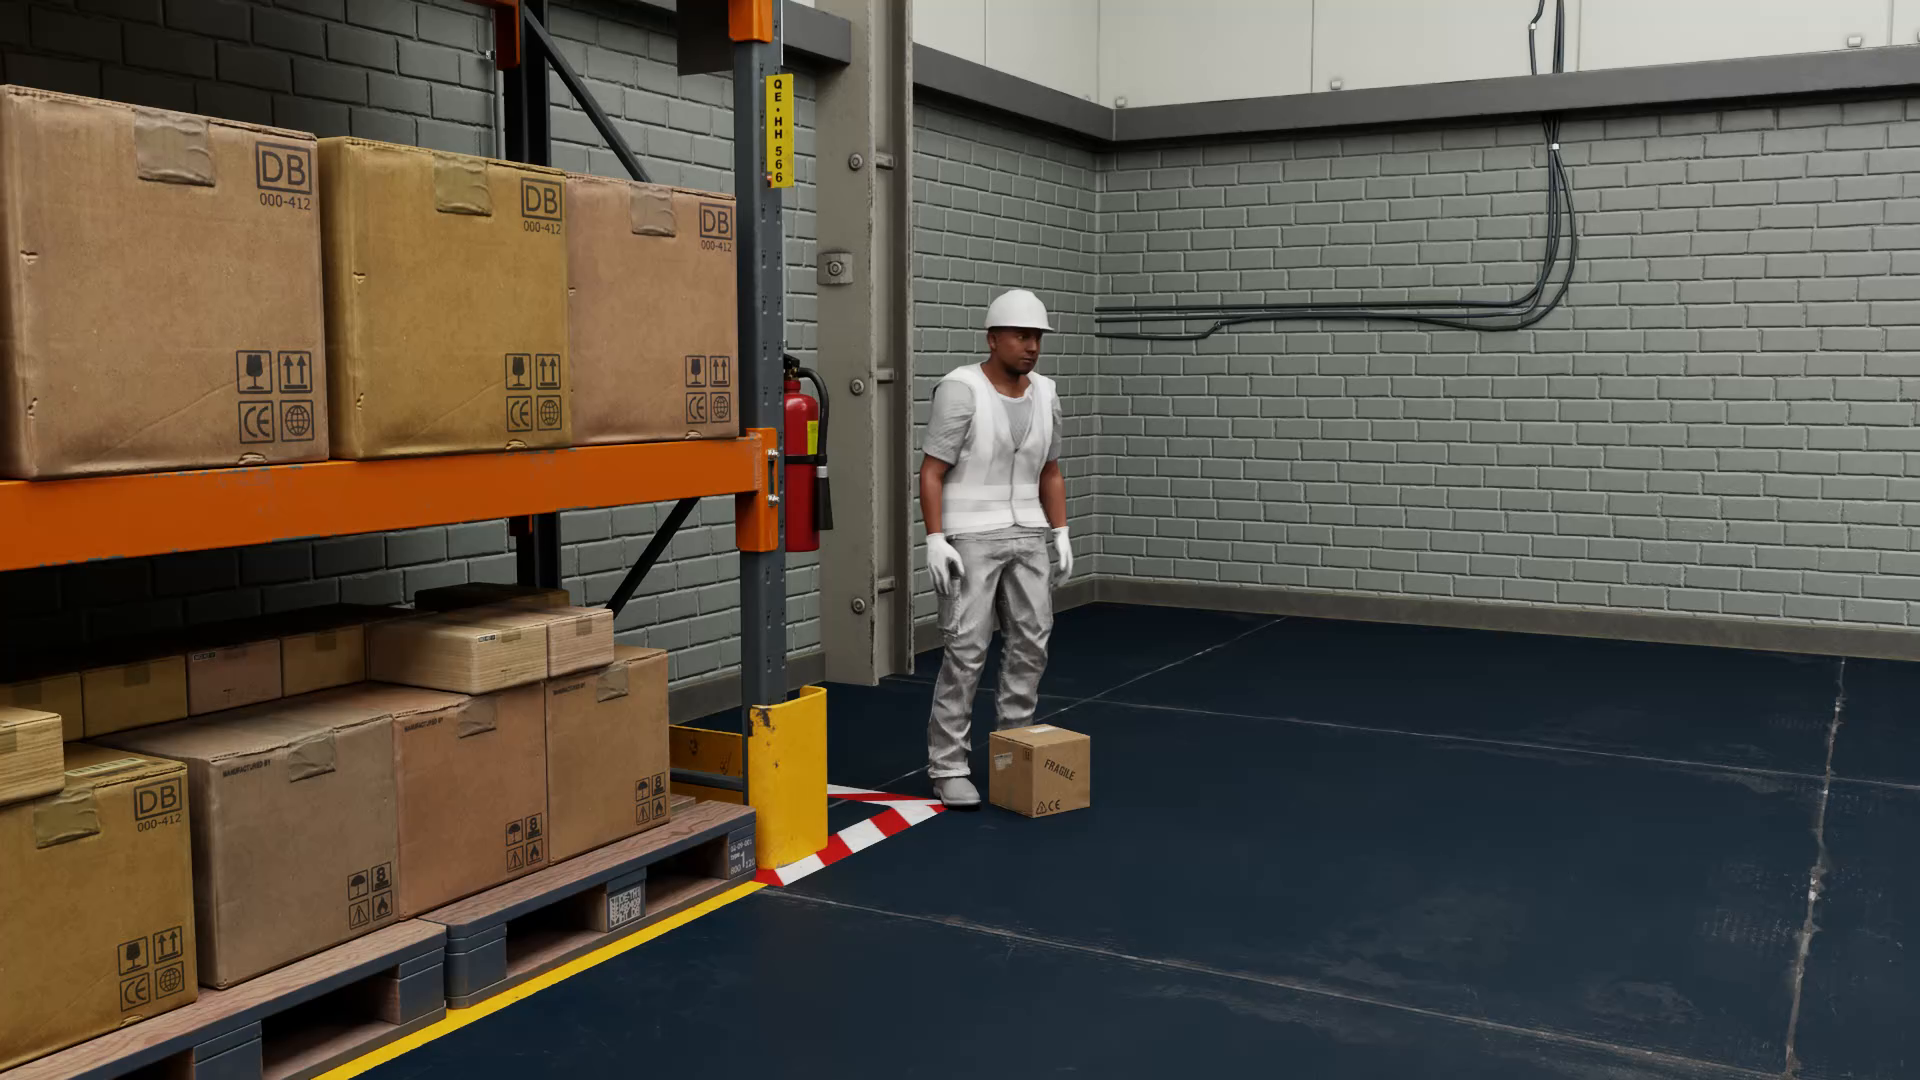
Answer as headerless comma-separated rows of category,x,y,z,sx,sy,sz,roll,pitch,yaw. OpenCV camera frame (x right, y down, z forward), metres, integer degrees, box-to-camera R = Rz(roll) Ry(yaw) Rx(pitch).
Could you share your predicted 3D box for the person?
person,0.138,0.019,5.843,0.622,1.774,0.454,-4,7,-35
